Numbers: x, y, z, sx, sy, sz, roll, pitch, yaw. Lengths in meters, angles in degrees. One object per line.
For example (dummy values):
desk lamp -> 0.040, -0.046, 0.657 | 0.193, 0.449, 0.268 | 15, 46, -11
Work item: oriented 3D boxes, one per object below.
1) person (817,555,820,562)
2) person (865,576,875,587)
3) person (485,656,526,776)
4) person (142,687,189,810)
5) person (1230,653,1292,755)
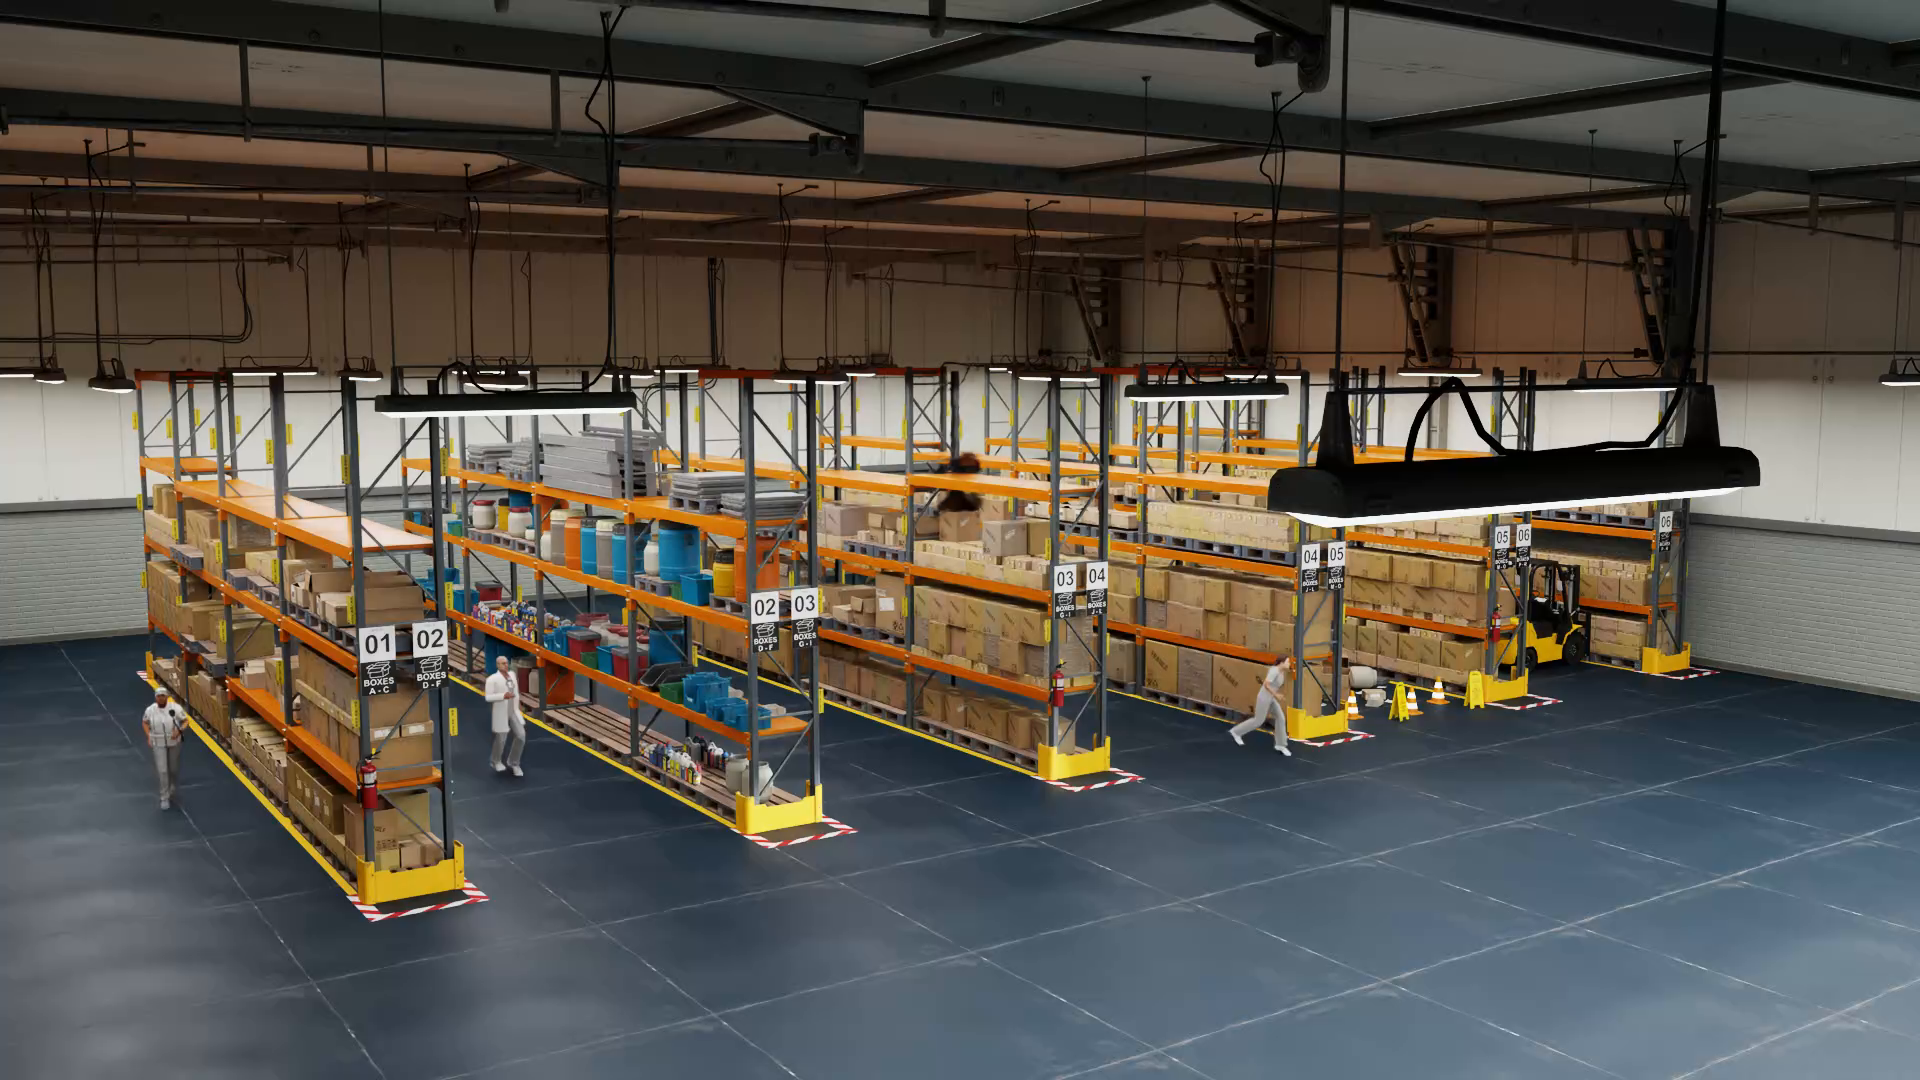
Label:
person -> -3.655, 0.785, 42.075 | 0.485, 1.558, 0.627 | 3, 7, 27
person -> -2.087, 0.802, 41.811 | 0.683, 1.714, 0.661 | 5, 8, 35
person -> -6.793, 2.646, 24.905 | 0.777, 1.826, 0.685 | 6, 9, 43
person -> -11.109, 2.862, 23.291 | 0.599, 1.663, 0.858 | -3, 7, -25
person -> 4.803, 2.576, 26.409 | 1.011, 1.624, 0.594 | 2, 7, 21
